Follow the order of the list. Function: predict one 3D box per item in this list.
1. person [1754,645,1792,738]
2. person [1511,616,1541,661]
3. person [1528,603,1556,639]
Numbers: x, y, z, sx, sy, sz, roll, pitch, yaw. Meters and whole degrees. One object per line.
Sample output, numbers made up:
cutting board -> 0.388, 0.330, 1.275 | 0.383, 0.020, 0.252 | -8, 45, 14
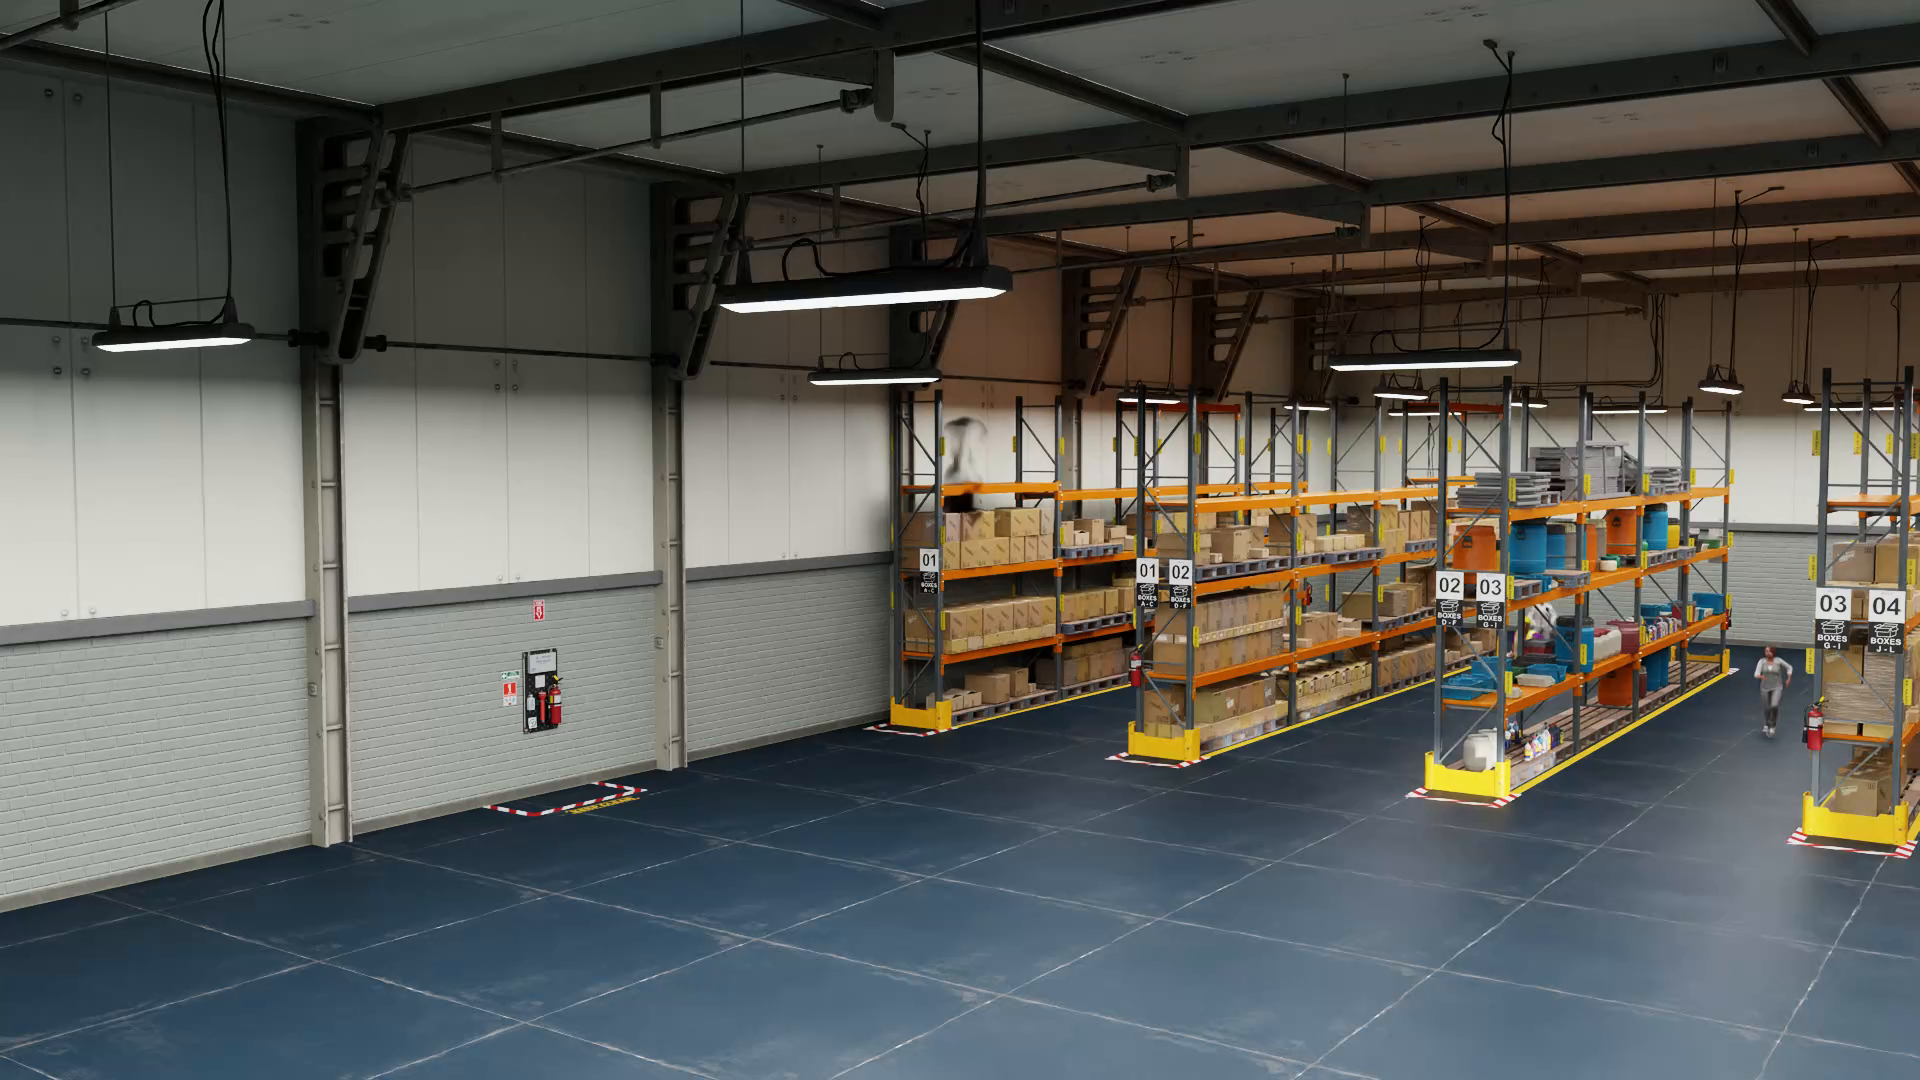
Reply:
person -> 13.939, 2.592, 28.541 | 0.545, 1.589, 0.813 | 2, 4, 36
person -> 10.818, 2.336, 31.873 | 0.670, 1.753, 0.664 | 3, 4, 38
person -> 13.380, 2.022, 38.277 | 0.622, 1.664, 0.538 | 1, 4, 25
